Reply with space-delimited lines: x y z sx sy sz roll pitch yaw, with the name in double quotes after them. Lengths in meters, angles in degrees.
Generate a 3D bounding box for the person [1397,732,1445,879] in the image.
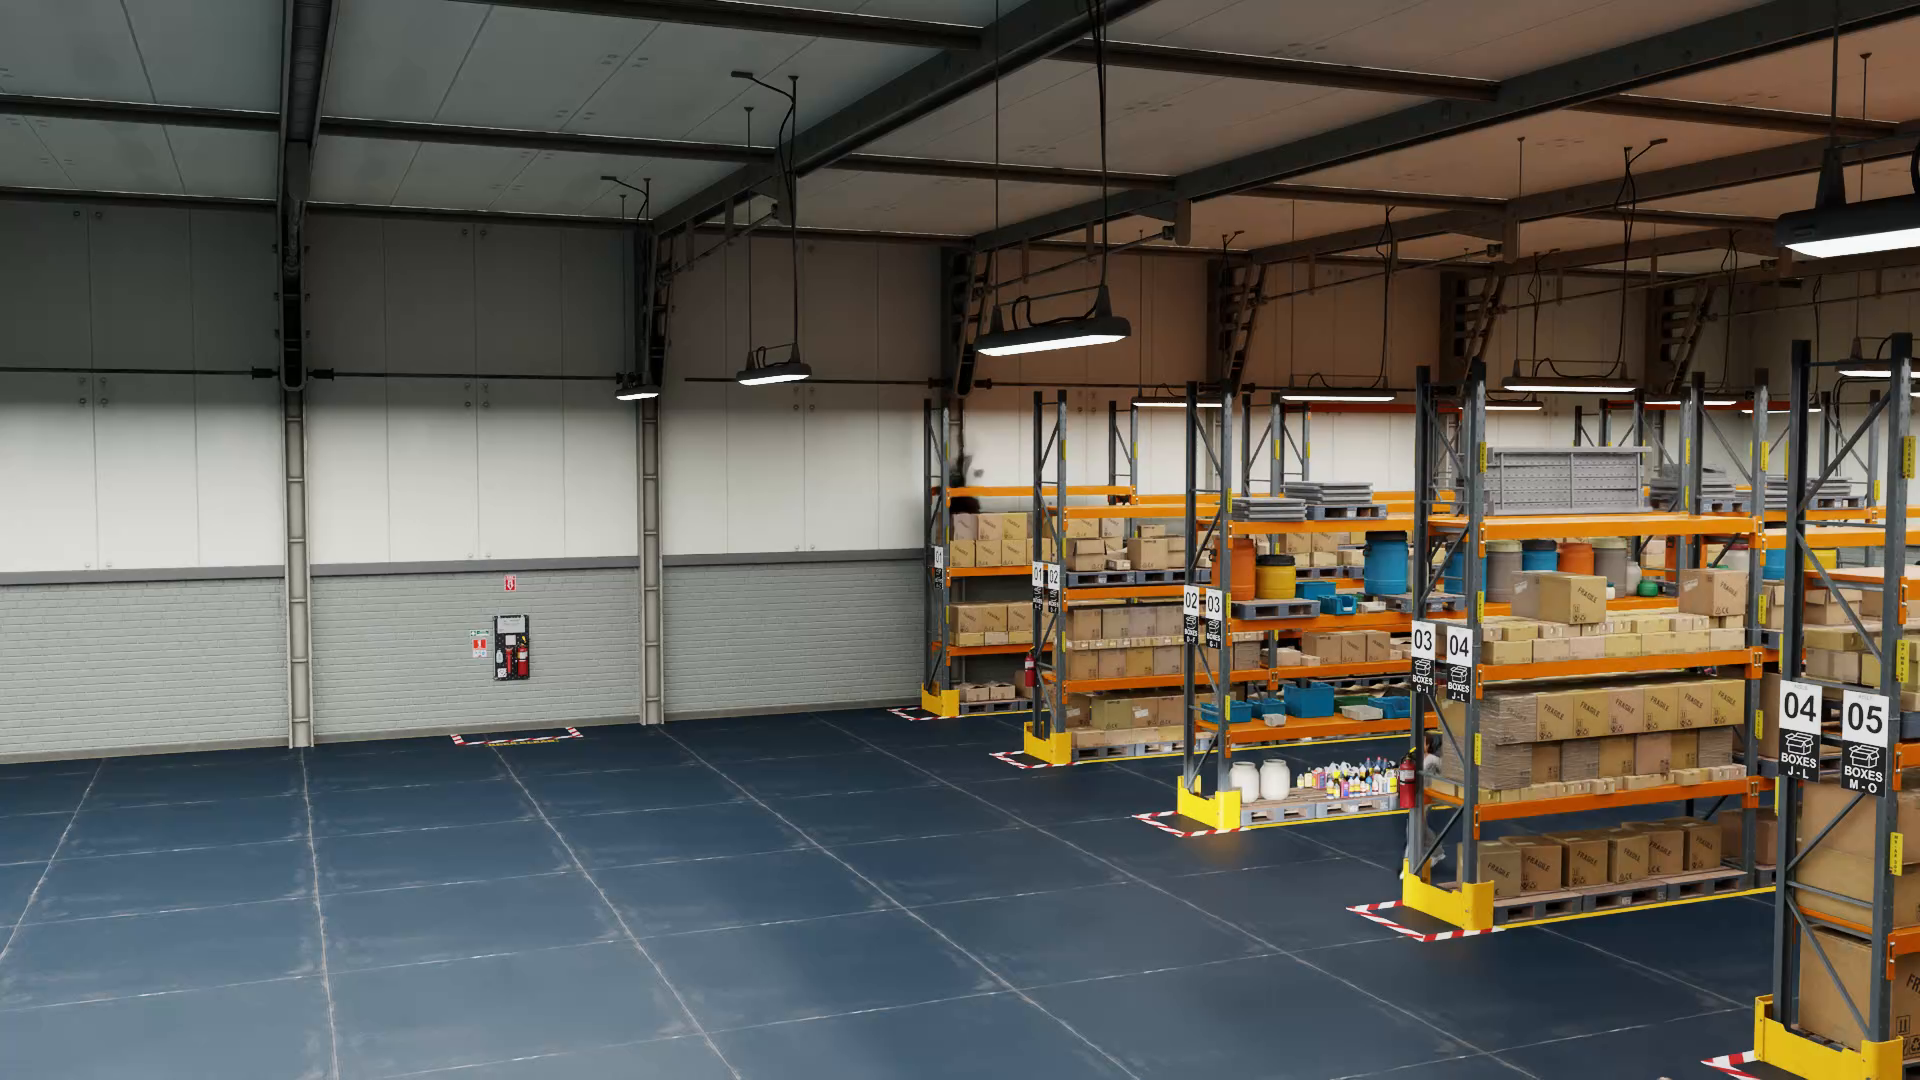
5.528 3.147 19.881 0.758 1.716 0.552 -1 4 -24 "person"

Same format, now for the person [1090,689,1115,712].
2.604 2.628 29.183 0.764 1.711 0.579 -2 4 -32 "person"
